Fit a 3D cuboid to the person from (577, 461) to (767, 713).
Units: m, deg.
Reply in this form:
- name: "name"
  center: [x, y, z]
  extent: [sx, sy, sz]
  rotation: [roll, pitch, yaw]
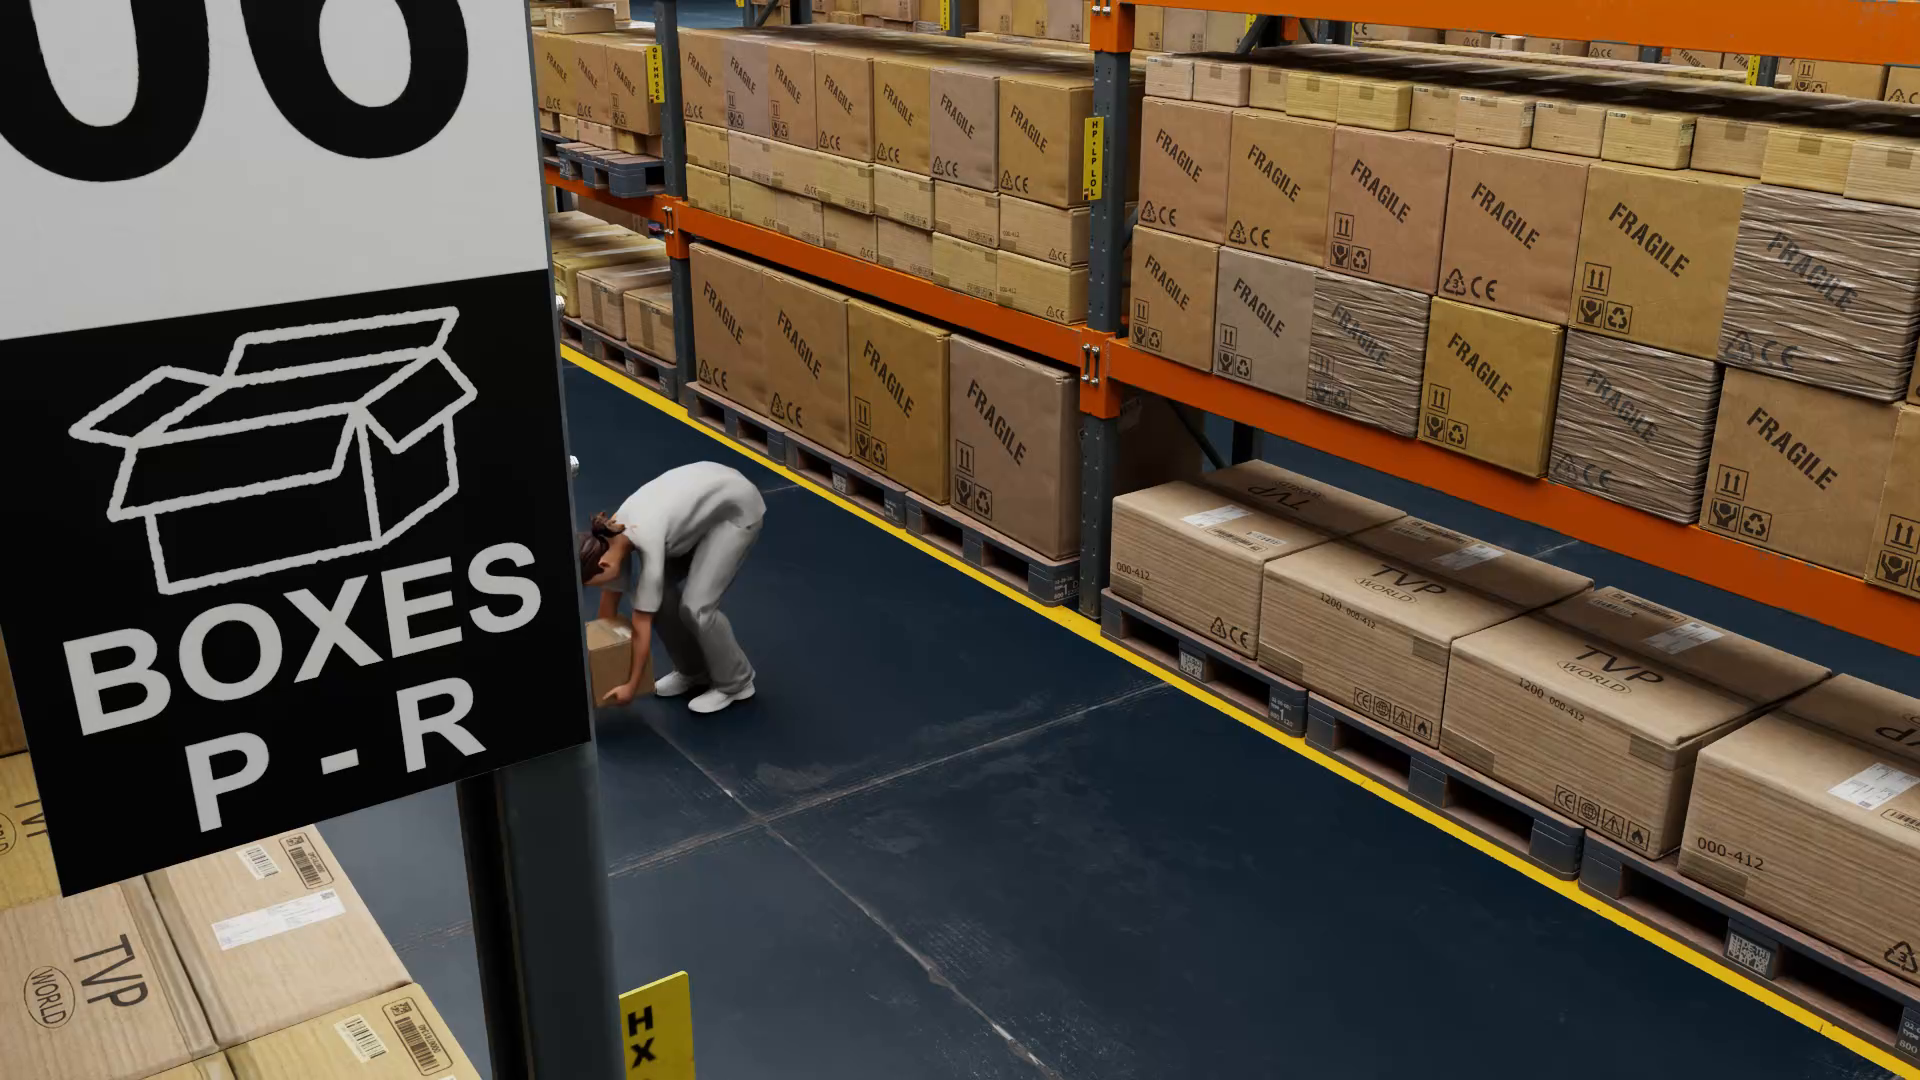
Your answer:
- name: "person"
  center: [-1.155, 0.218, 6.505]
  extent: [0.858, 0.962, 0.451]
  rotation: [-16, 27, -35]
